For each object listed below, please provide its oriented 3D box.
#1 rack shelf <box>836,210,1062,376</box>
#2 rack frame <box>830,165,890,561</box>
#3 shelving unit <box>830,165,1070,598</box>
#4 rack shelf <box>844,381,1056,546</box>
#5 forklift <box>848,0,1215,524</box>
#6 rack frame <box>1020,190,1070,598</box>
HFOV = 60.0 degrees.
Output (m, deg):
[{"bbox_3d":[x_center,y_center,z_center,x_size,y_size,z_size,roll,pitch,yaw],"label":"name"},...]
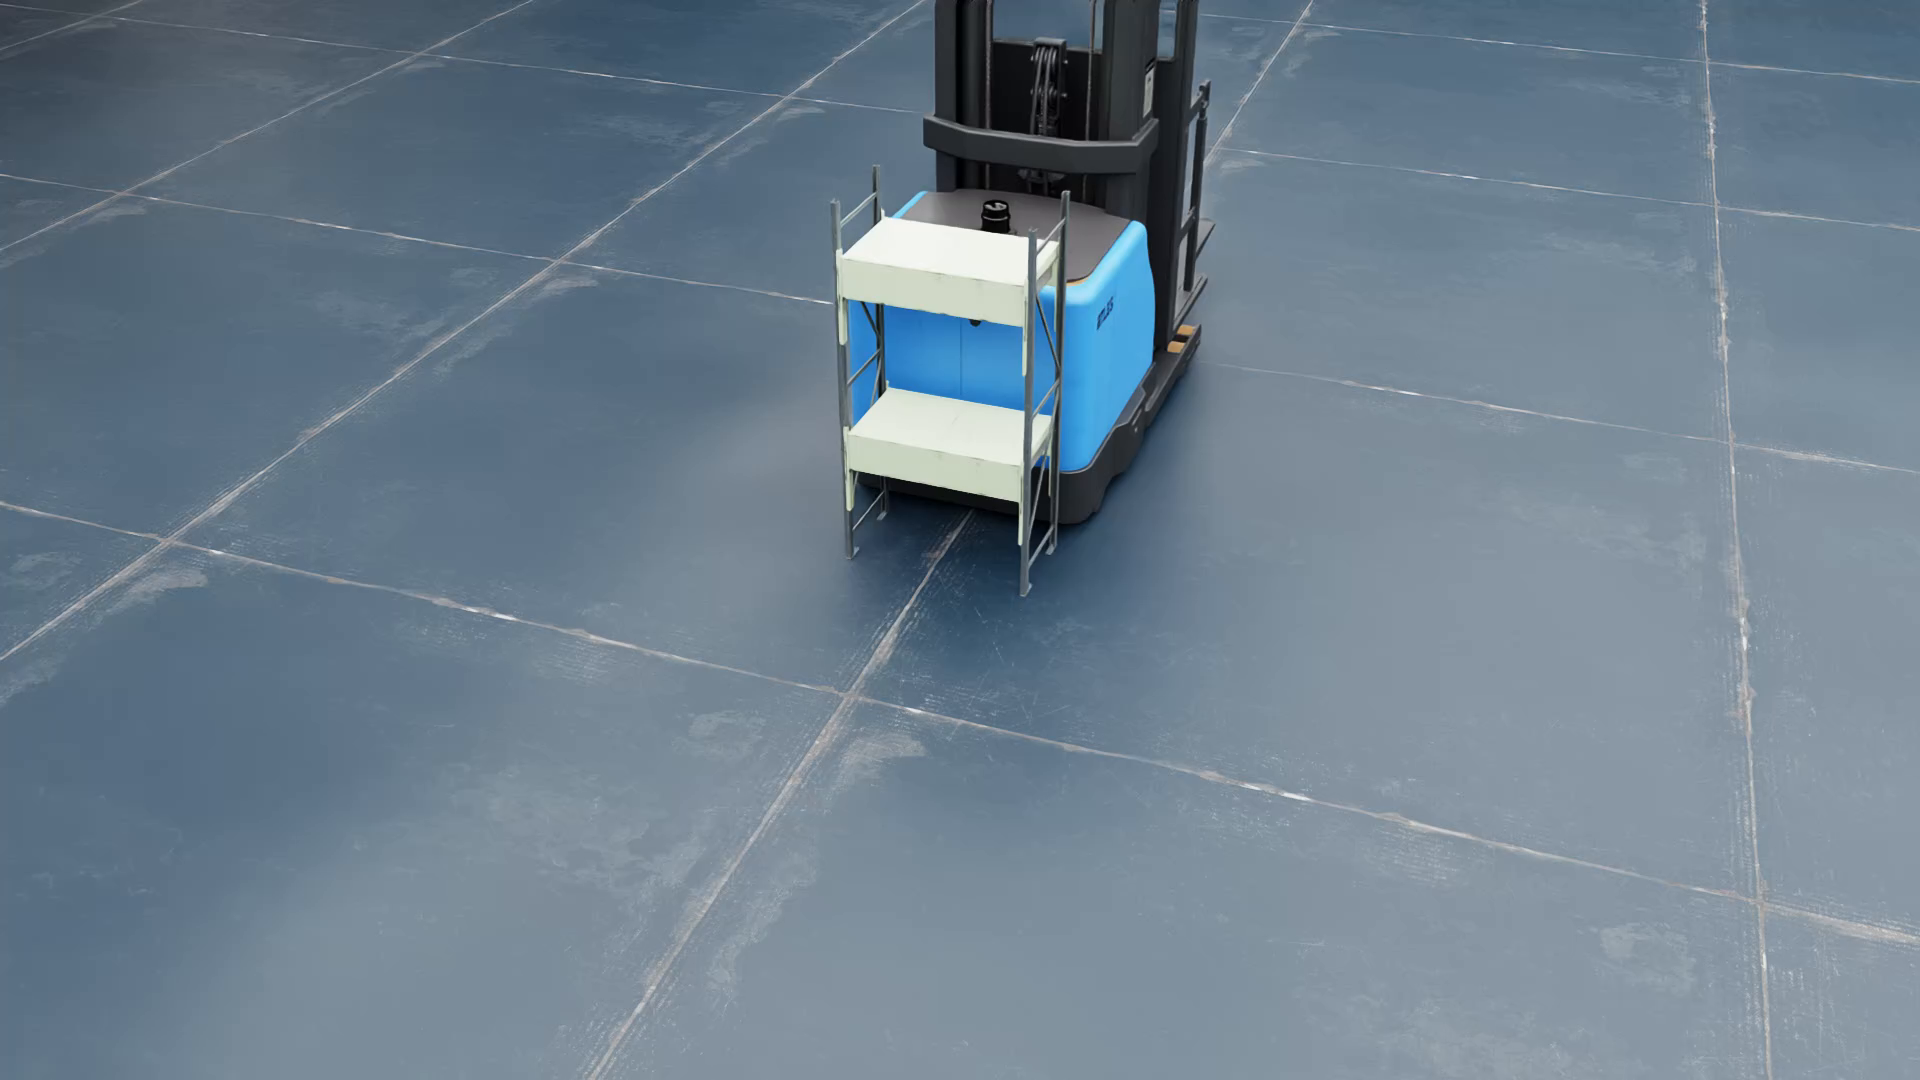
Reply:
[{"bbox_3d":[-0.032,-0.908,6.054,0.720,0.370,0.431,12,35,17],"label":"rack shelf"},{"bbox_3d":[-0.374,-0.650,6.374,0.023,1.500,0.400,12,35,17],"label":"rack frame"},{"bbox_3d":[-0.032,-0.580,6.266,0.755,1.500,0.431,12,35,17],"label":"shelving unit"},{"bbox_3d":[-0.032,-0.306,6.442,0.720,0.370,0.431,12,35,17],"label":"rack shelf"},{"bbox_3d":[0.535,-2.086,7.279,1.130,2.935,3.031,12,35,17],"label":"forklift"},{"bbox_3d":[0.311,-0.510,6.157,0.023,1.500,0.400,12,35,17],"label":"rack frame"}]
